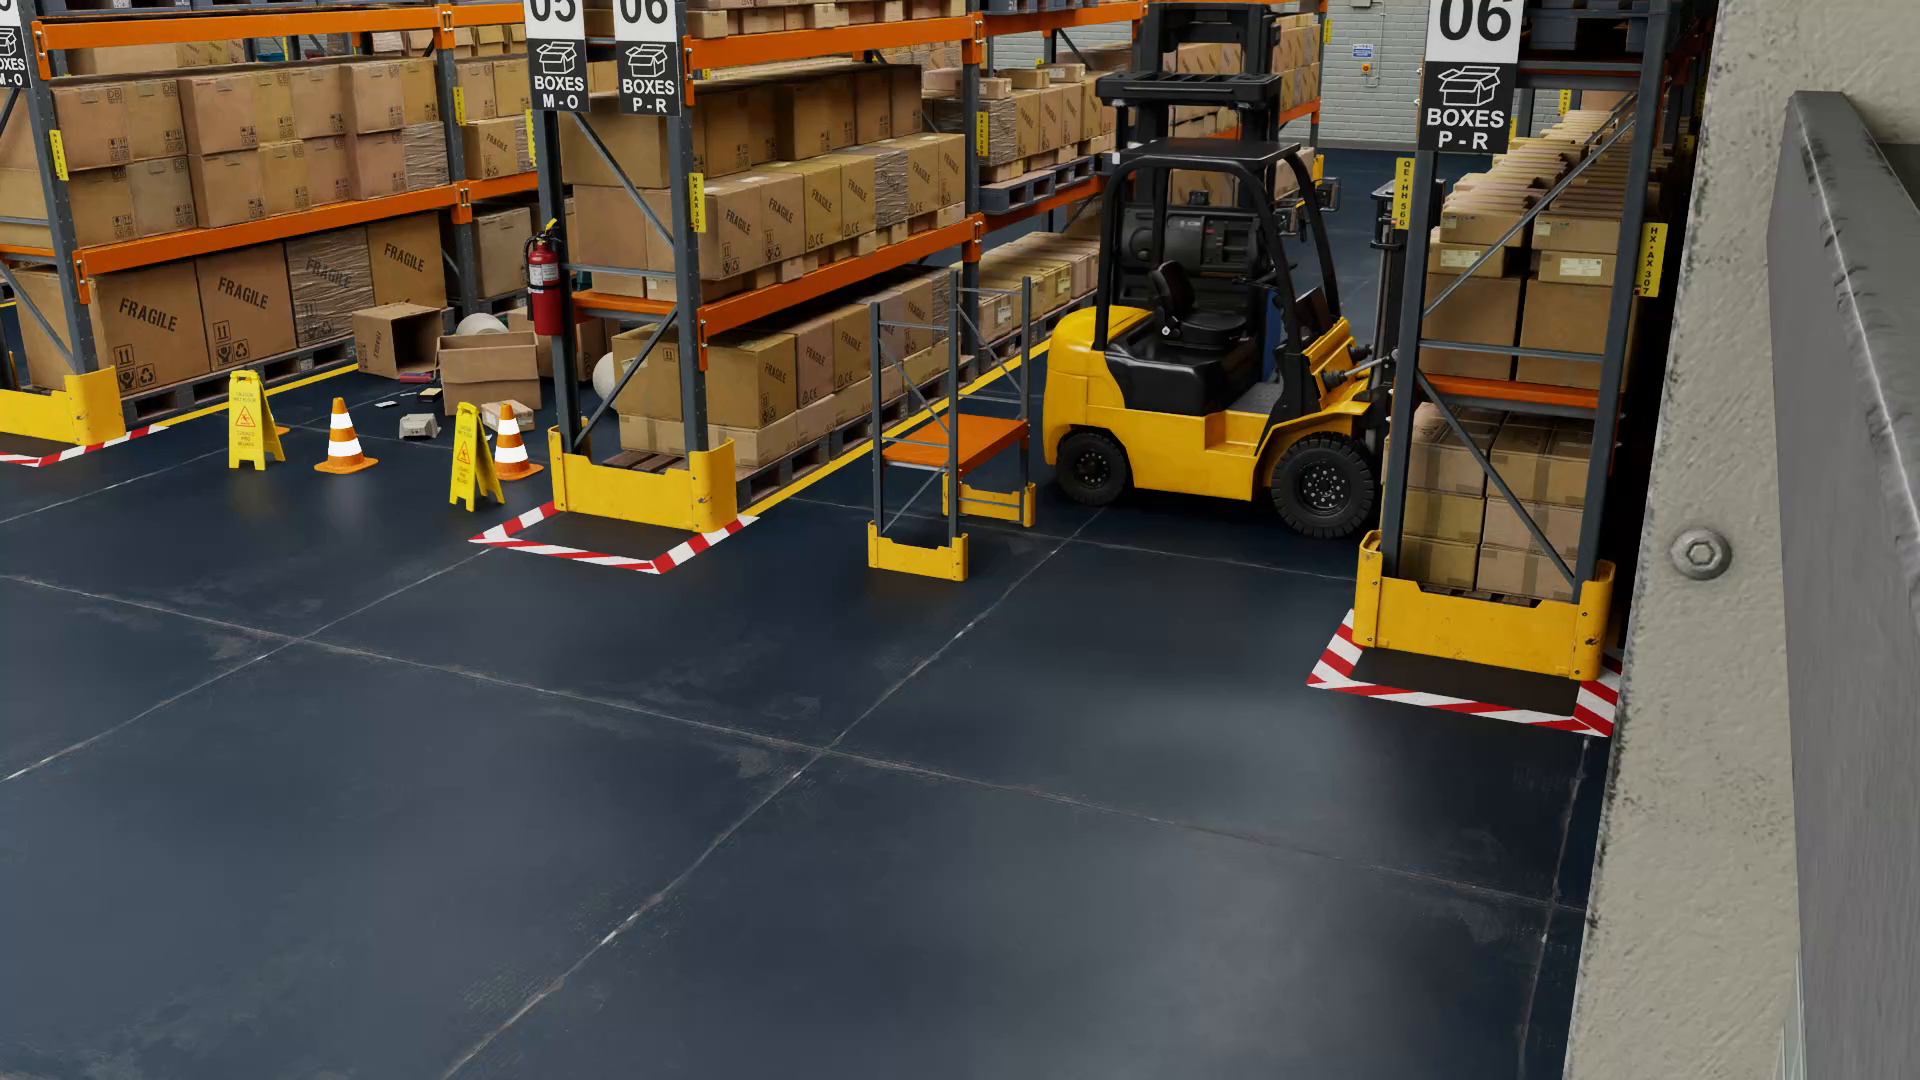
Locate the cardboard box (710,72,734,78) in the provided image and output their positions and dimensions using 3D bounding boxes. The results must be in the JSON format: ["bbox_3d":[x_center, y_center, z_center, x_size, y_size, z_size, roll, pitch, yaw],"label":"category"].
[{"bbox_3d":[-2.777,-5.207,18.793,0.380,0.149,0.250,8,21,21],"label":"cardboard box"}]

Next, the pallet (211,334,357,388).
[{"bbox_3d":[-5.770,-1.517,13.720,1.003,0.211,1.213,9,21,23],"label":"pallet"}]

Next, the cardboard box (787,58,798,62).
[{"bbox_3d":[-2.302,-6.089,21.274,0.380,0.149,0.250,9,22,24],"label":"cardboard box"}]

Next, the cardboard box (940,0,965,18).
[{"bbox_3d":[-0.182,-3.935,12.256,0.380,0.149,0.250,9,21,23],"label":"cardboard box"}]

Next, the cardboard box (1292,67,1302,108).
[{"bbox_3d":[4.206,-6.001,22.015,0.500,0.500,0.500,9,22,24],"label":"cardboard box"}]

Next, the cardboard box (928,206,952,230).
[{"bbox_3d":[-0.281,-2.443,12.537,0.380,0.149,0.250,9,22,24],"label":"cardboard box"}]

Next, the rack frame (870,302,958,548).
[{"bbox_3d":[-0.243,-0.525,9.007,0.500,1.500,0.032,9,21,23],"label":"rack frame"}]

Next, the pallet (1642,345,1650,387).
[{"bbox_3d":[4.963,-1.390,13.362,1.003,0.211,1.213,9,21,23],"label":"pallet"}]

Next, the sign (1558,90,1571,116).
[{"bbox_3d":[5.338,-3.901,14.652,0.100,0.325,0.005,9,21,23],"label":"sign"}]

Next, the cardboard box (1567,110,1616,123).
[{"bbox_3d":[5.437,-3.617,14.346,0.380,0.149,0.250,9,22,24],"label":"cardboard box"}]

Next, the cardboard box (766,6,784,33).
[{"bbox_3d":[-1.293,-3.156,10.064,0.380,0.149,0.250,8,21,22],"label":"cardboard box"}]

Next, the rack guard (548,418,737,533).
[{"bbox_3d":[-1.938,-0.401,10.151,1.175,0.500,0.348,9,21,23],"label":"rack guard"}]

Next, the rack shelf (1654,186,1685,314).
[{"bbox_3d":[5.018,-2.371,13.033,1.077,0.370,4.000,9,21,23],"label":"rack shelf"}]

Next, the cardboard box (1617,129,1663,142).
[{"bbox_3d":[5.277,-3.075,12.822,0.380,0.149,0.250,9,22,24],"label":"cardboard box"}]

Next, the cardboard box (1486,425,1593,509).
[{"bbox_3d":[2.930,-0.370,8.318,0.500,0.250,0.500,8,21,22],"label":"cardboard box"}]

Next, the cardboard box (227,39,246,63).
[{"bbox_3d":[-13.430,-9.040,30.563,0.500,0.500,0.500,9,22,24],"label":"cardboard box"}]

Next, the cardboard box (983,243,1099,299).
[{"bbox_3d":[0.771,-2.563,15.795,0.950,0.372,0.625,8,21,22],"label":"cardboard box"}]

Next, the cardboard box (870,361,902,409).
[{"bbox_3d":[-0.750,-1.145,11.987,0.500,0.250,0.500,9,21,24],"label":"cardboard box"}]

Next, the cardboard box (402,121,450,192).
[{"bbox_3d":[-5.029,-3.383,14.582,0.875,0.550,0.550,9,21,23],"label":"cardboard box"}]

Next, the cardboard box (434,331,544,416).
[{"bbox_3d":[-3.560,-1.264,12.572,0.797,0.503,0.637,-5,20,-15],"label":"cardboard box"}]

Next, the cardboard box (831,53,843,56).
[{"bbox_3d":[-1.667,-6.712,22.079,0.500,0.500,0.500,8,21,21],"label":"cardboard box"}]

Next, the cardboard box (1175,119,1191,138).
[{"bbox_3d":[2.151,-4.365,17.789,0.500,0.250,0.500,9,22,24],"label":"cardboard box"}]

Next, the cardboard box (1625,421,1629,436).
[{"bbox_3d":[4.184,-0.825,11.089,0.500,0.250,0.500,9,21,23],"label":"cardboard box"}]

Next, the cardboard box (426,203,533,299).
[{"bbox_3d":[-4.716,-2.767,15.803,1.050,0.750,0.750,8,21,22],"label":"cardboard box"}]

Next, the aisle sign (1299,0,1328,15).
[{"bbox_3d":[4.895,-7.651,22.927,0.394,0.787,0.004,9,21,23],"label":"aisle sign"}]

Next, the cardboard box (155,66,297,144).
[{"bbox_3d":[-5.747,-3.405,13.031,0.875,0.550,0.500,9,21,23],"label":"cardboard box"}]

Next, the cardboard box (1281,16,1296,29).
[{"bbox_3d":[4.146,-6.736,21.624,0.380,0.149,0.250,9,22,24],"label":"cardboard box"}]

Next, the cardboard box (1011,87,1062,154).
[{"bbox_3d":[0.542,-3.570,14.111,0.500,0.500,0.500,8,21,22],"label":"cardboard box"}]

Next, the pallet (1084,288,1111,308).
[{"bbox_3d":[0.985,-2.449,16.340,1.003,0.211,1.213,9,21,23],"label":"pallet"}]

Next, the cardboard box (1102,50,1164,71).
[{"bbox_3d":[1.732,-4.637,16.689,0.500,0.500,0.500,8,21,21],"label":"cardboard box"}]

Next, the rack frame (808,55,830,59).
[{"bbox_3d":[-1.613,-5.873,21.805,1.000,3.000,0.127,9,21,23],"label":"rack frame"}]

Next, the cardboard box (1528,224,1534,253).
[{"bbox_3d":[2.799,-1.601,8.675,0.380,0.149,0.250,8,21,22],"label":"cardboard box"}]

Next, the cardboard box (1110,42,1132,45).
[{"bbox_3d":[1.906,-5.176,18.206,0.500,0.500,0.500,8,21,22],"label":"cardboard box"}]

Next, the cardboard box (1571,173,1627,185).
[{"bbox_3d":[3.553,-1.911,9.105,0.380,0.149,0.250,9,21,23],"label":"cardboard box"}]

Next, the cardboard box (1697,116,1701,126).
[{"bbox_3d":[7.924,-4.728,18.367,0.500,0.250,0.500,8,21,22],"label":"cardboard box"}]

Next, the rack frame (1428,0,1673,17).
[{"bbox_3d":[2.561,-3.703,6.750,1.000,3.000,0.127,9,21,23],"label":"rack frame"}]

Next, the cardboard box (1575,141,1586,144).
[{"bbox_3d":[4.360,-2.834,12.144,0.380,0.149,0.250,8,21,21],"label":"cardboard box"}]

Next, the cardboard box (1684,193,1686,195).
[{"bbox_3d":[7.392,-3.561,17.442,0.380,0.149,0.250,9,21,23],"label":"cardboard box"}]

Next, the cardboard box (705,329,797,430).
[{"bbox_3d":[-1.377,-1.028,10.539,0.500,0.500,0.500,8,21,21],"label":"cardboard box"}]

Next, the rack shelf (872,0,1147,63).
[{"bbox_3d":[0.488,-4.465,14.443,1.077,0.370,4.000,9,21,23],"label":"rack shelf"}]

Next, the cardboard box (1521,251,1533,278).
[{"bbox_3d":[2.744,-1.267,8.705,0.500,0.500,0.500,9,22,24],"label":"cardboard box"}]

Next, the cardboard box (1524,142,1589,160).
[{"bbox_3d":[3.789,-2.440,10.592,0.380,0.149,0.250,9,21,24],"label":"cardboard box"}]

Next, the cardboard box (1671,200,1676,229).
[{"bbox_3d":[5.059,-2.454,12.417,0.500,0.250,0.500,9,21,23],"label":"cardboard box"}]

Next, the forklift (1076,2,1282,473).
[{"bbox_3d":[1.508,-2.047,11.150,1.130,2.935,3.031,6,20,17],"label":"forklift"}]

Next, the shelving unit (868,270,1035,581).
[{"bbox_3d":[-0.031,-0.683,9.452,0.587,1.500,1.083,9,21,23],"label":"shelving unit"}]

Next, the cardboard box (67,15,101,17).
[{"bbox_3d":[-14.683,-8.568,27.743,0.500,0.500,0.500,9,22,24],"label":"cardboard box"}]

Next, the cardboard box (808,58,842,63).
[{"bbox_3d":[-1.708,-6.001,21.025,0.380,0.149,0.250,8,21,21],"label":"cardboard box"}]

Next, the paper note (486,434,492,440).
[{"bbox_3d":[-3.398,-0.719,11.745,0.148,0.019,0.142,1,20,4],"label":"paper note"}]

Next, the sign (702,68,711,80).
[{"bbox_3d":[-2.743,-5.120,17.962,0.100,0.325,0.005,9,21,23],"label":"sign"}]

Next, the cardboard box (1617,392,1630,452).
[{"bbox_3d":[3.782,-0.746,10.120,0.500,0.250,0.500,8,21,22],"label":"cardboard box"}]

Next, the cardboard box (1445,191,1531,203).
[{"bbox_3d":[2.670,-1.671,8.429,0.380,0.149,0.250,9,22,24],"label":"cardboard box"}]

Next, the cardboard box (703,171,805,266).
[{"bbox_3d":[-1.313,-2.009,10.347,0.500,0.500,0.500,9,22,24],"label":"cardboard box"}]

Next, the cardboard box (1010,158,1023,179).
[{"bbox_3d":[0.294,-3.059,13.642,0.380,0.149,0.250,9,21,24],"label":"cardboard box"}]

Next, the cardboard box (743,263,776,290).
[{"bbox_3d":[-1.368,-1.662,10.341,0.380,0.149,0.250,8,21,21],"label":"cardboard box"}]
